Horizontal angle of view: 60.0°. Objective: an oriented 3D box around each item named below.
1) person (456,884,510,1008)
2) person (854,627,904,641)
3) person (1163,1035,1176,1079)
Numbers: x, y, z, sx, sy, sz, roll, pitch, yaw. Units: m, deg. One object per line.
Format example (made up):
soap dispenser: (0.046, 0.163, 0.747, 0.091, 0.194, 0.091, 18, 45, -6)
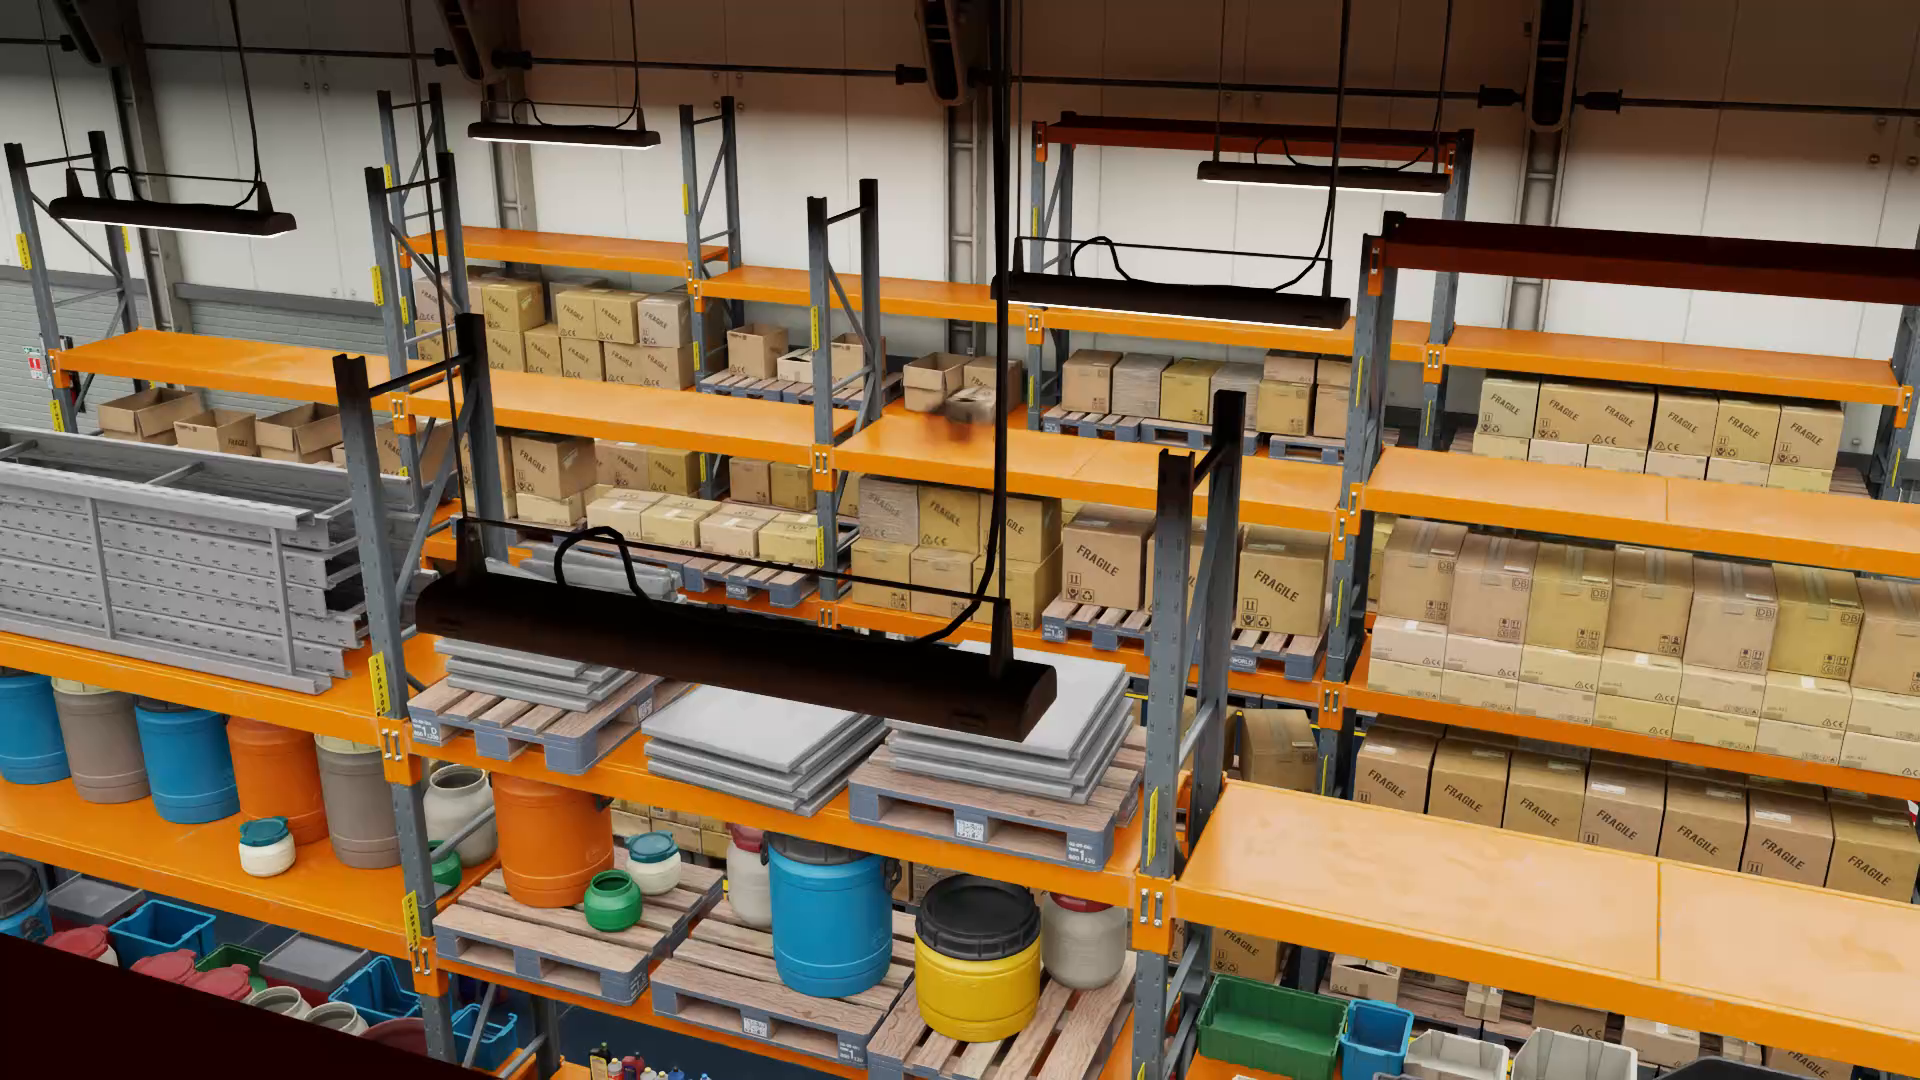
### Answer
person: (-3.735, 2.817, 12.721, 0.577, 1.685, 0.383, 3, 21, 7)
person: (-0.832, 1.043, 17.219, 0.611, 1.781, 0.485, 15, 25, 34)
person: (1.228, 3.734, 10.245, 1.037, 1.679, 0.553, 17, 26, 37)
